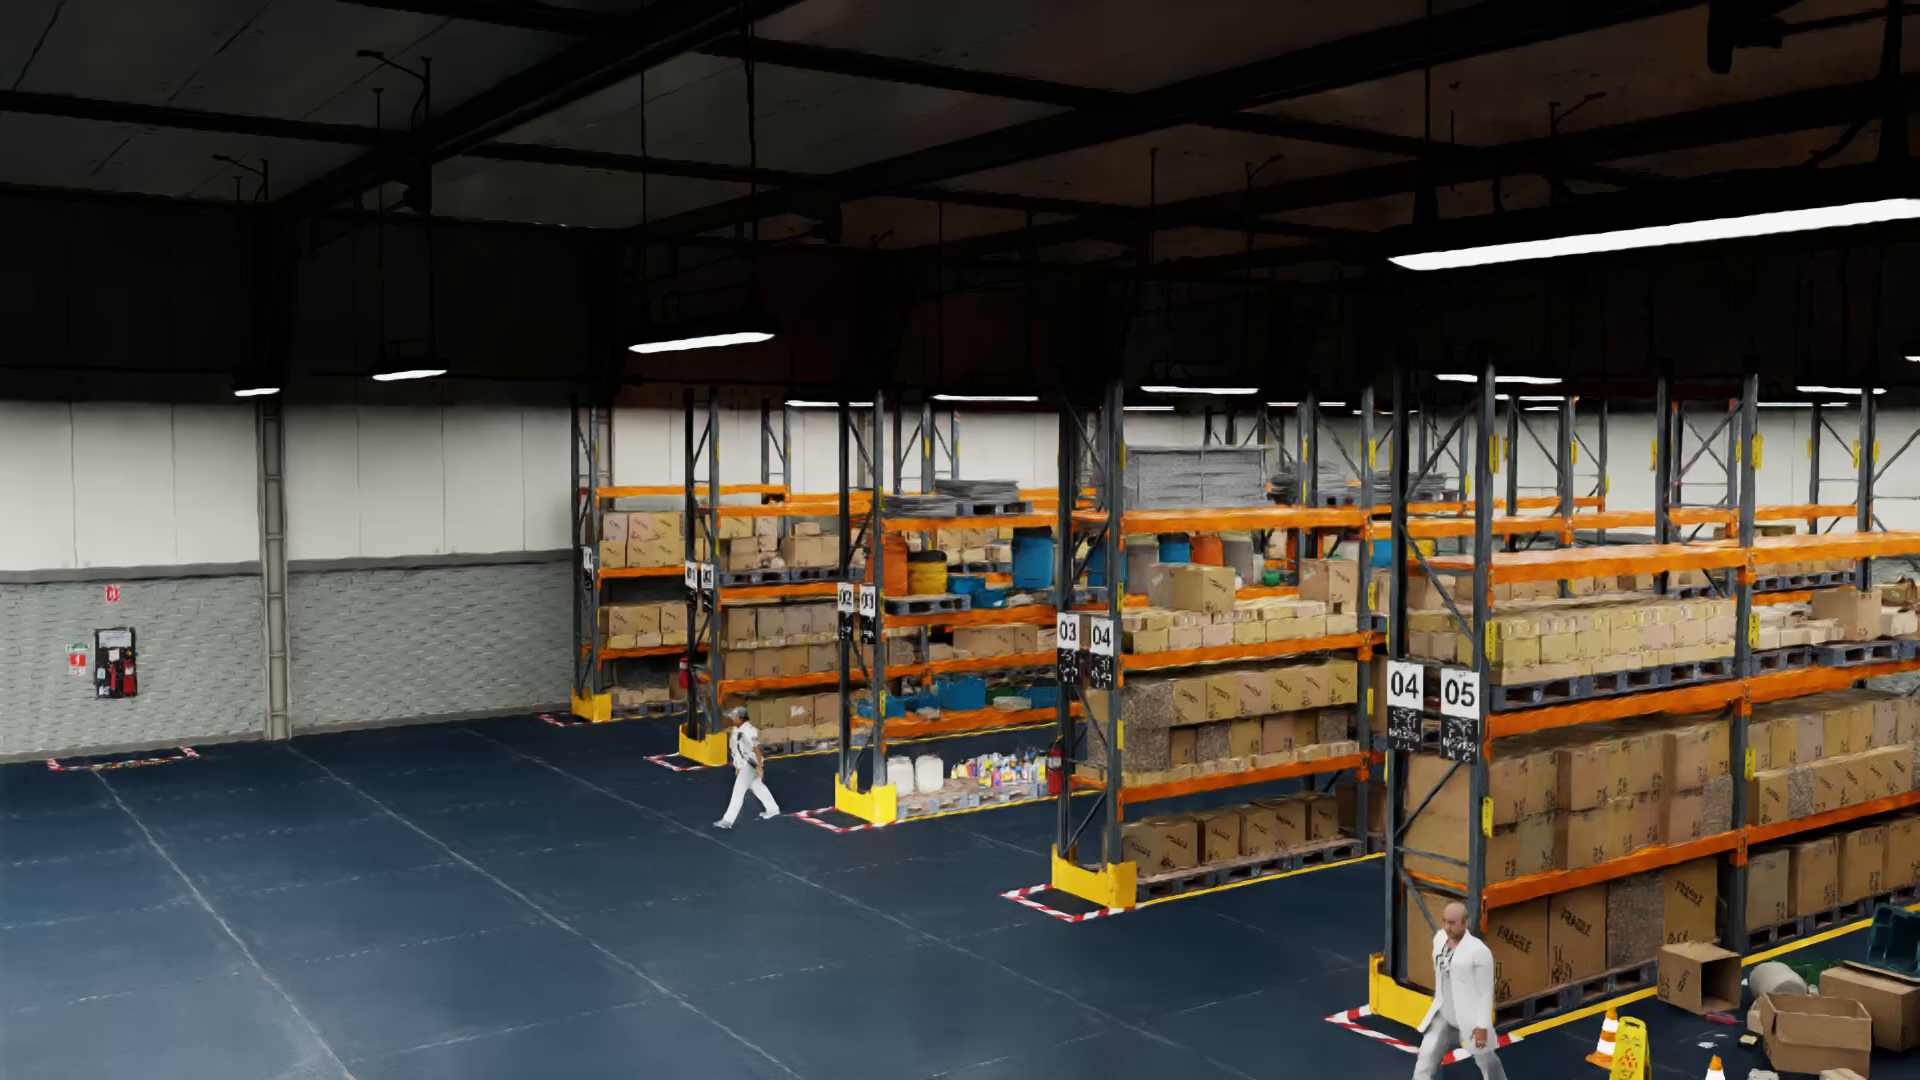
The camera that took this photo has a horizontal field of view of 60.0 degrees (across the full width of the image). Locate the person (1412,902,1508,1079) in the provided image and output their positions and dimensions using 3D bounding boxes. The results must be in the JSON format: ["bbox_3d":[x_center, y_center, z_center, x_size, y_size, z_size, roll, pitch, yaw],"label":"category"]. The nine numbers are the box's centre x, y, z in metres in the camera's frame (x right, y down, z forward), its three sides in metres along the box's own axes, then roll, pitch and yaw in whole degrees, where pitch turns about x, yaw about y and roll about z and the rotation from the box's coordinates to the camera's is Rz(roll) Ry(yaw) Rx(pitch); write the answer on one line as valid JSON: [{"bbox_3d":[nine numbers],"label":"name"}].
[{"bbox_3d":[3.729,3.545,12.453,1.193,1.700,0.586,-3,4,-36],"label":"person"}]

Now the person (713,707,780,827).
[{"bbox_3d":[-2.889,3.015,22.343,1.090,1.583,0.497,-2,4,-32],"label":"person"}]
